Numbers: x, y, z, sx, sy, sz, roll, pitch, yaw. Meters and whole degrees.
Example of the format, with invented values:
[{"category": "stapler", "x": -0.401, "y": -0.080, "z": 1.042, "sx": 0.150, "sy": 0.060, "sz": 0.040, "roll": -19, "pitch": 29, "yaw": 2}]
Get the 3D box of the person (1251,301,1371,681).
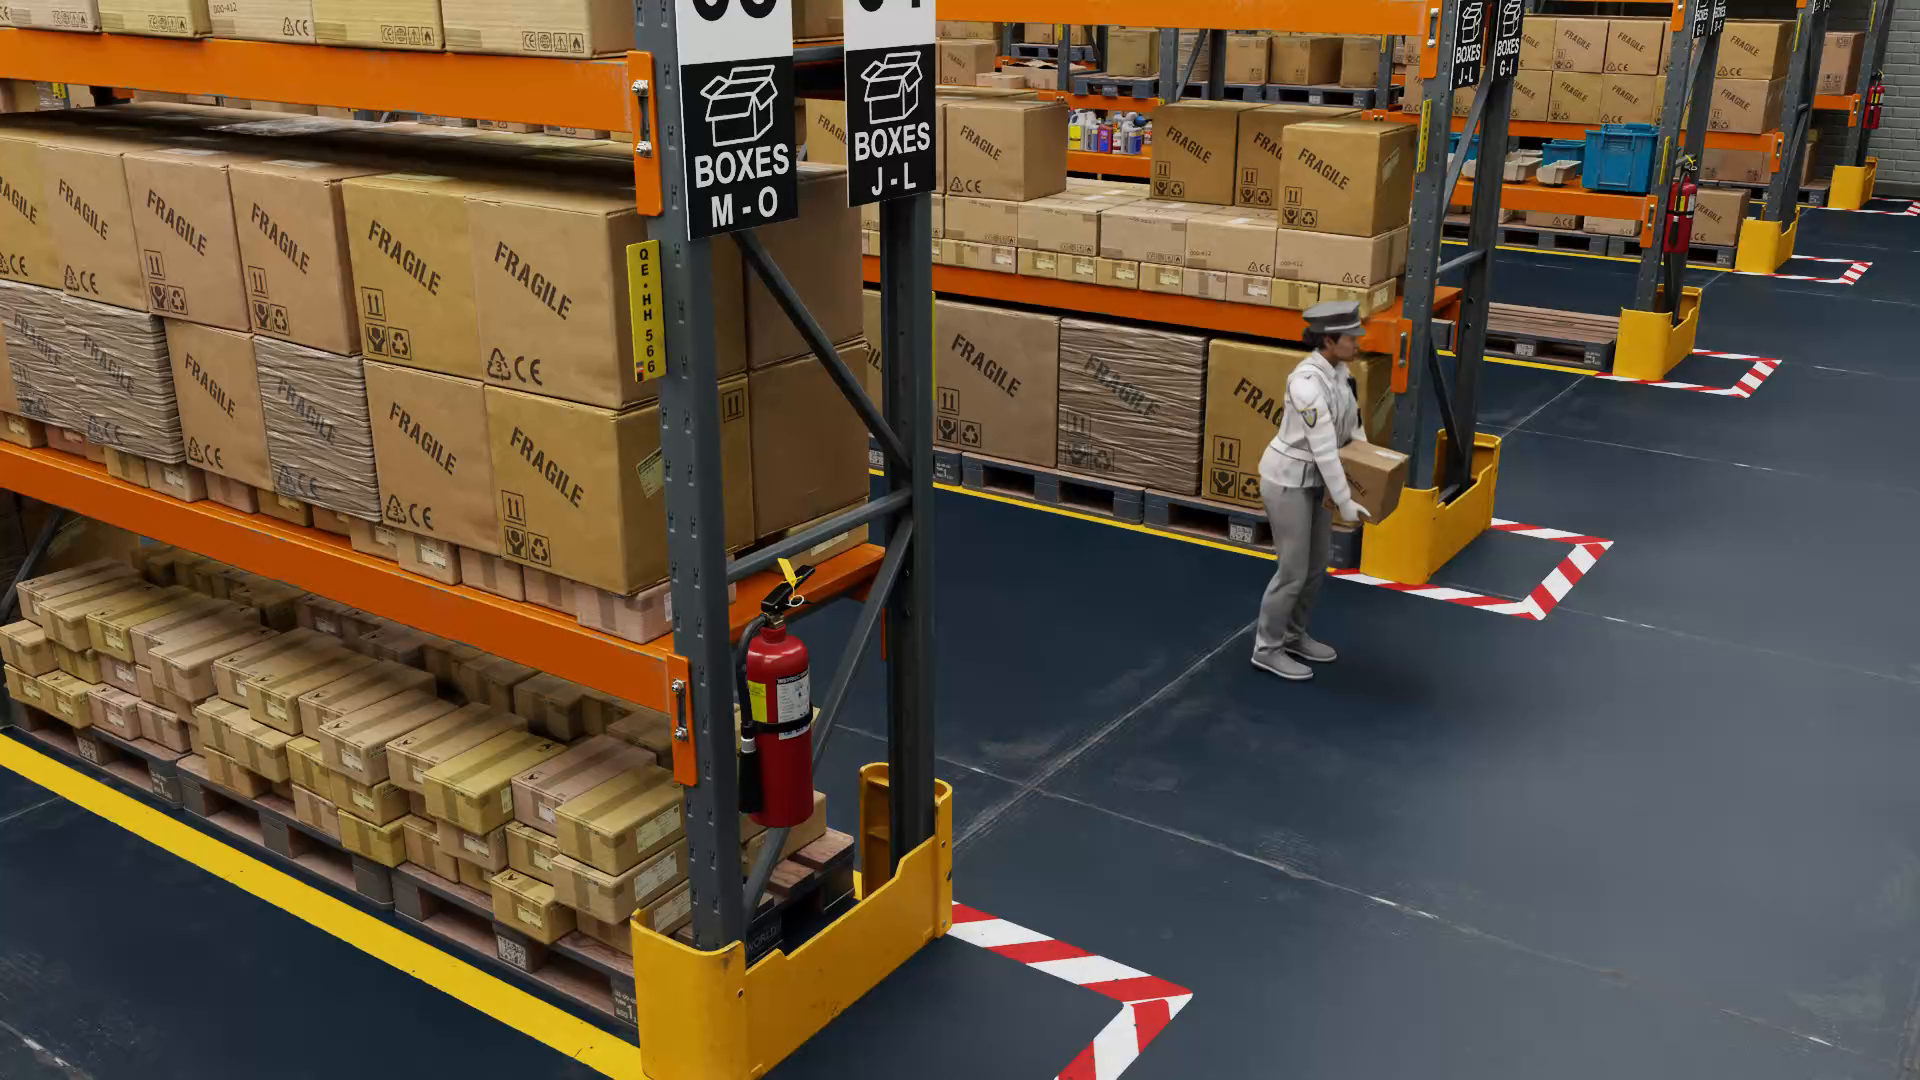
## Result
[{"category": "person", "x": 1.565, "y": -0.213, "z": 7.172, "sx": 0.542, "sy": 1.665, "sz": 0.415, "roll": 13, "pitch": 23, "yaw": 31}]
